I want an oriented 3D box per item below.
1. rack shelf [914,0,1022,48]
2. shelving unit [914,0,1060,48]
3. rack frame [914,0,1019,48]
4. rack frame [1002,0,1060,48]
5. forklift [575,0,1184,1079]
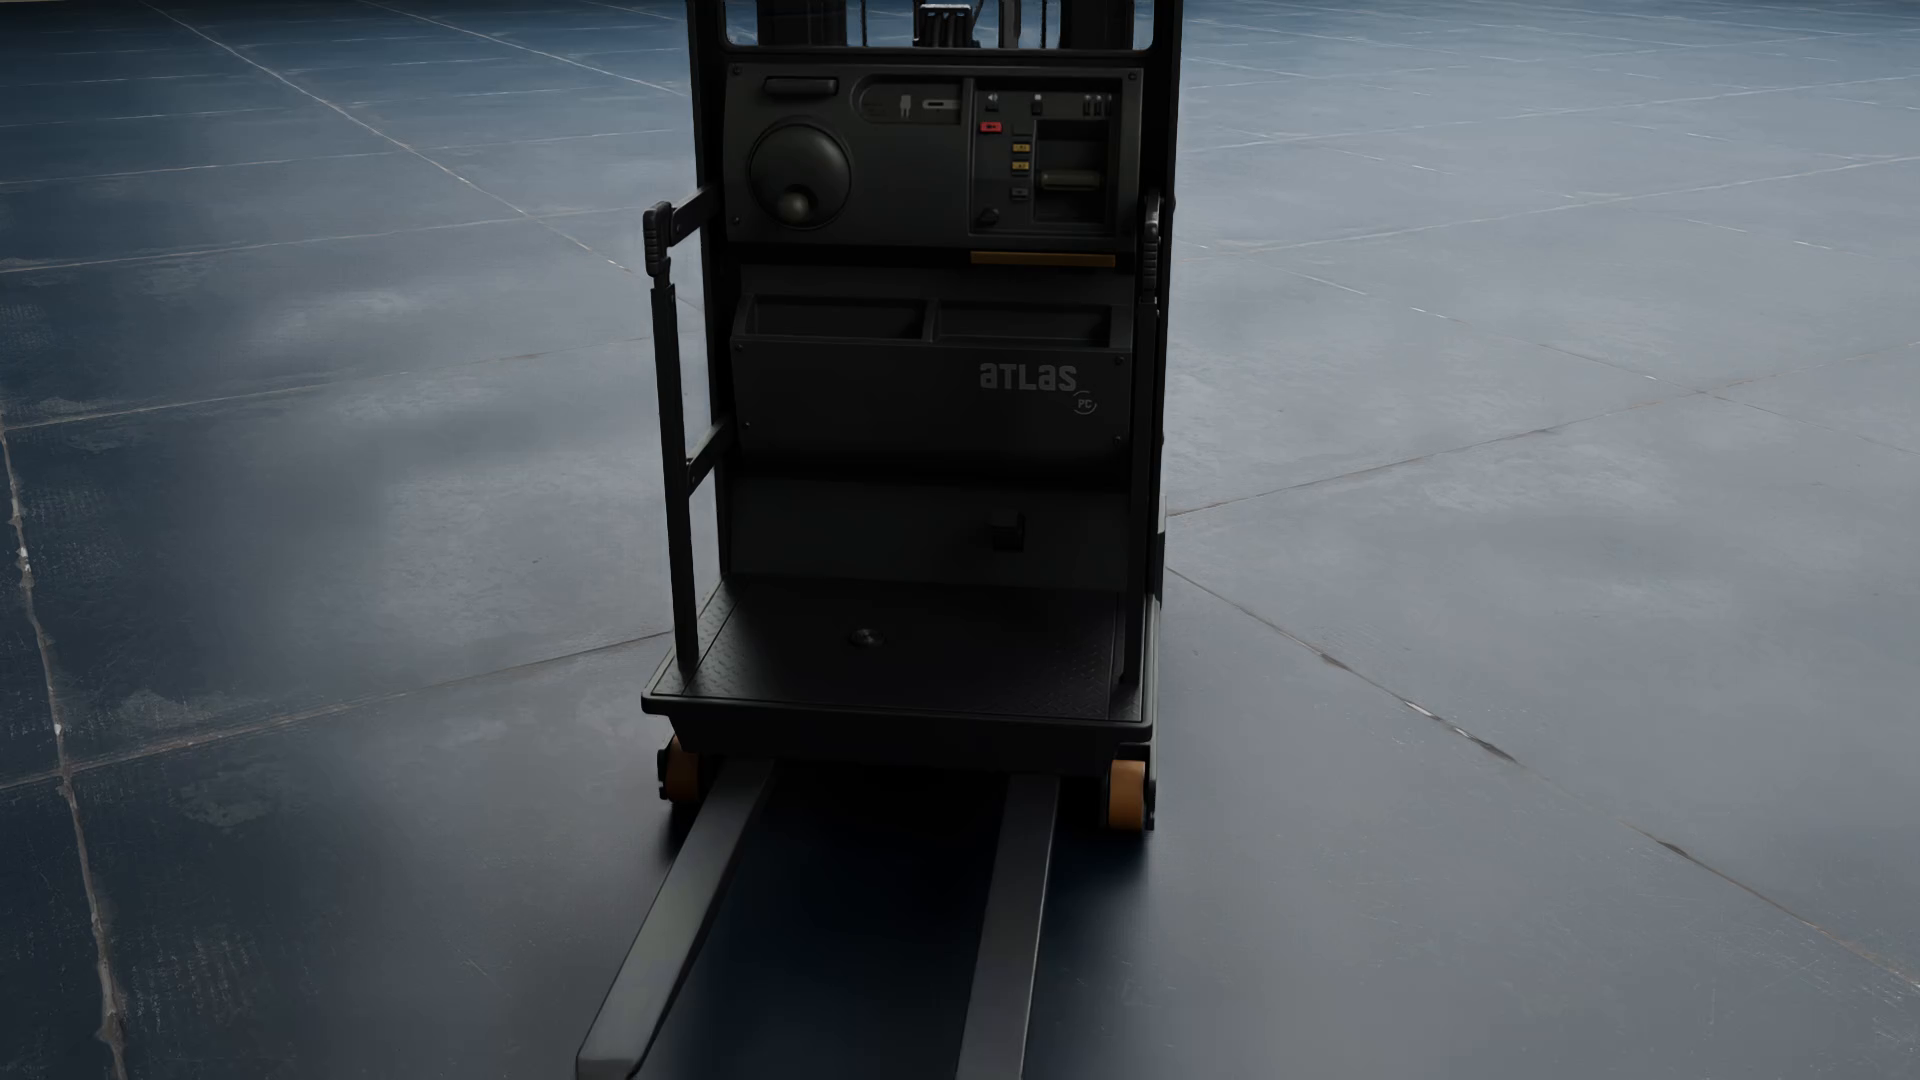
[{"bbox_3d":[0.159,-1.792,5.109,0.431,0.518,0.480,-14,26,-31],"label":"rack shelf"},{"bbox_3d":[0.159,-1.156,5.367,0.431,2.100,0.503,-14,26,-31],"label":"shelving unit"},{"bbox_3d":[0.025,-1.233,5.556,0.400,2.100,0.015,-14,26,-31],"label":"rack frame"},{"bbox_3d":[0.293,-1.079,5.178,0.400,2.100,0.015,-14,26,-31],"label":"rack frame"},{"bbox_3d":[-0.088,-0.843,3.493,1.130,2.935,3.031,3,22,6],"label":"forklift"}]
